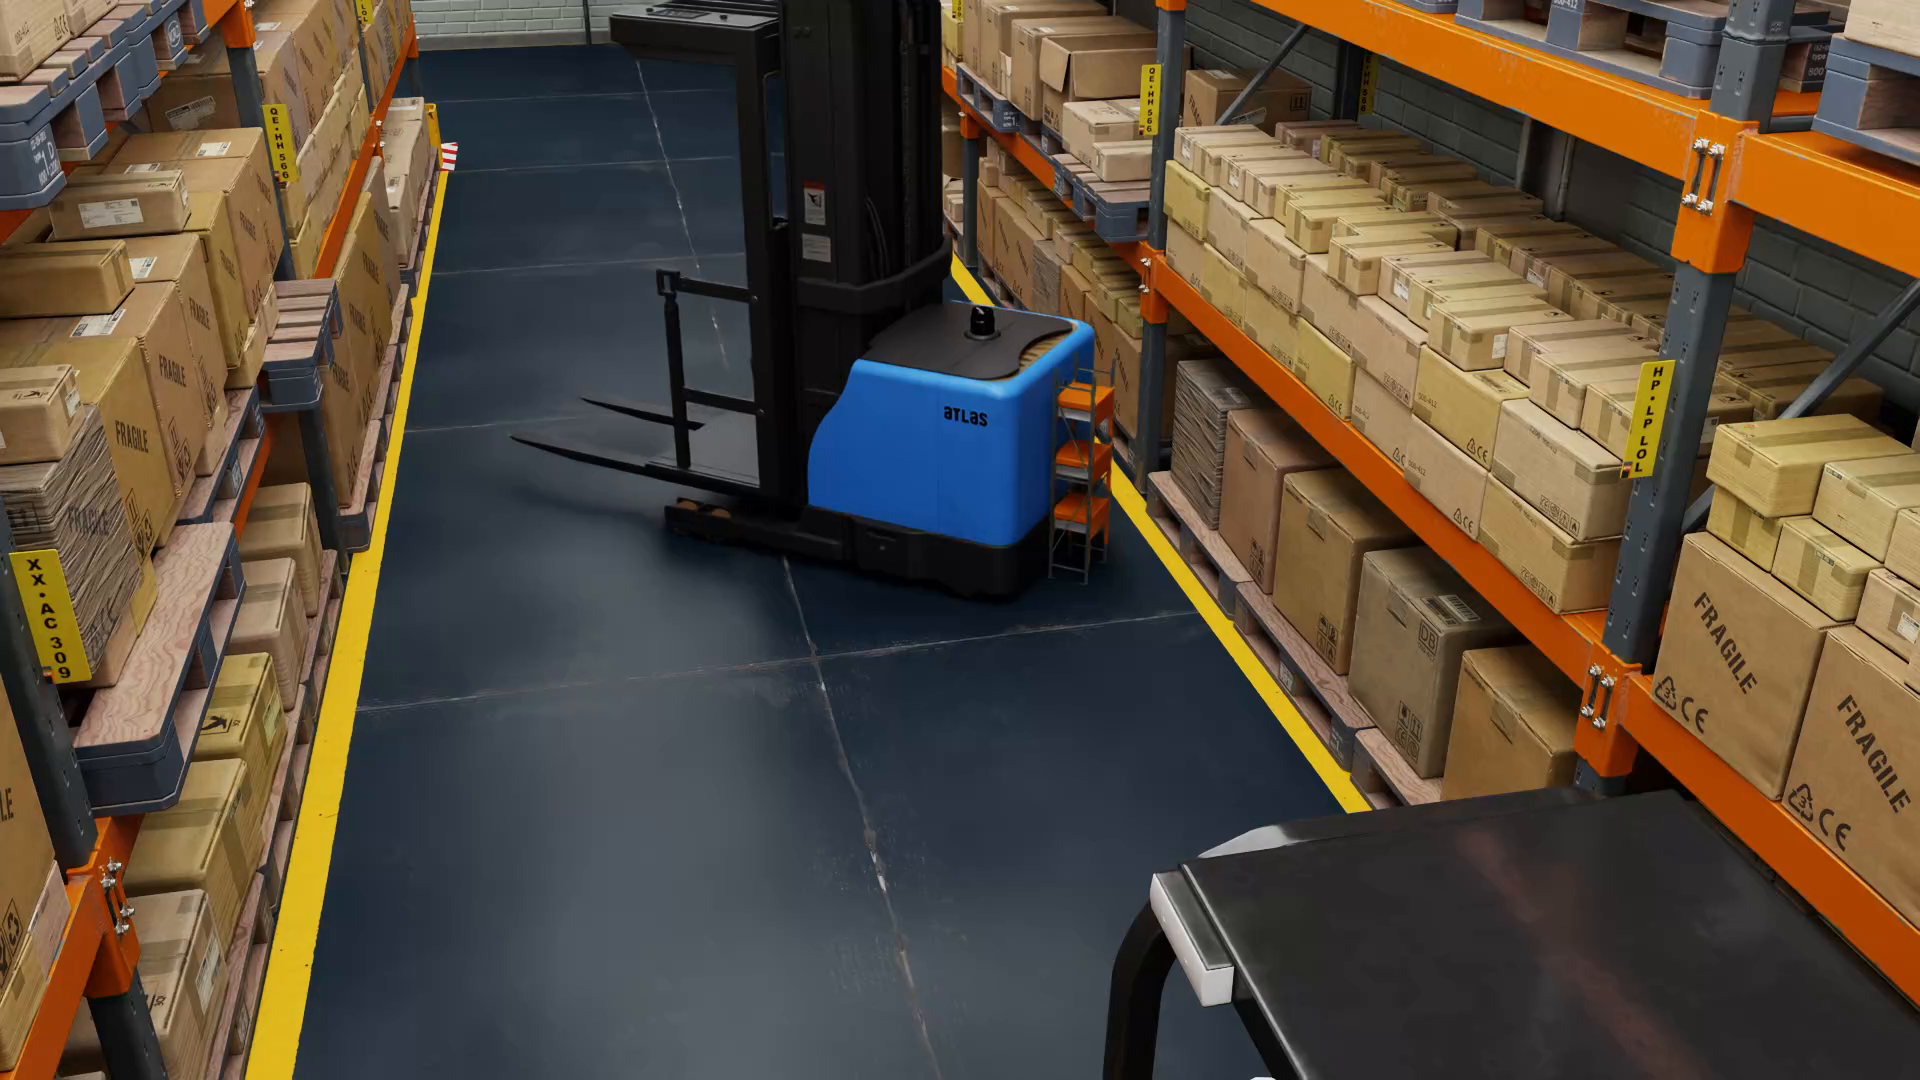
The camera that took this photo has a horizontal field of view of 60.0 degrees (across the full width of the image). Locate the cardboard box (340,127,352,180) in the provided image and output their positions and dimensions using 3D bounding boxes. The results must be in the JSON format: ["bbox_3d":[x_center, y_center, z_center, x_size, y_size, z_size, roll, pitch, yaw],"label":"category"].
[{"bbox_3d":[-3.758,-2.211,9.469,0.500,0.250,0.500,-7,28,-13],"label":"cardboard box"}]

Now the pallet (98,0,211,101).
[{"bbox_3d":[-2.782,-1.377,4.528,1.213,0.211,1.003,-6,27,-12],"label":"pallet"}]

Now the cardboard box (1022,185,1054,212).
[{"bbox_3d":[0.625,-2.235,10.937,0.380,0.149,0.250,-6,27,-12],"label":"cardboard box"}]

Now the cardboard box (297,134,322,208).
[{"bbox_3d":[-3.401,-1.772,8.043,0.500,0.250,0.500,-5,27,-10],"label":"cardboard box"}]

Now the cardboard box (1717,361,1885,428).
[{"bbox_3d":[2.455,-0.401,4.884,0.380,0.149,0.250,-7,28,-13],"label":"cardboard box"}]

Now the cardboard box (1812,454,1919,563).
[{"bbox_3d":[2.272,-0.084,3.926,0.380,0.149,0.250,-6,27,-11],"label":"cardboard box"}]

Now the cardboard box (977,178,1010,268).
[{"bbox_3d":[0.412,-2.239,11.665,0.500,0.500,0.500,-5,27,-9],"label":"cardboard box"}]

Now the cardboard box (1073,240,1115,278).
[{"bbox_3d":[0.885,-1.665,9.809,0.380,0.149,0.250,-6,27,-12],"label":"cardboard box"}]

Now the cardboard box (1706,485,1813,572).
[{"bbox_3d":[2.140,-0.058,4.205,0.380,0.149,0.250,-6,27,-12],"label":"cardboard box"}]

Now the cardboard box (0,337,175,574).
[{"bbox_3d":[-2.450,-0.204,4.419,0.500,0.500,0.500,-6,27,-11],"label":"cardboard box"}]

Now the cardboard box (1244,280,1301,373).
[{"bbox_3d":[1.517,-0.913,6.897,0.500,0.250,0.500,-7,28,-13],"label":"cardboard box"}]

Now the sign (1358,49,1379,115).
[{"bbox_3d":[1.963,-2.221,8.037,0.100,0.325,0.005,-6,27,-12],"label":"sign"}]

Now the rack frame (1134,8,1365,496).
[{"bbox_3d":[1.423,-1.646,8.183,1.000,3.000,0.127,-6,27,-12],"label":"rack frame"}]

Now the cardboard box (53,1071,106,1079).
[{"bbox_3d":[-2.116,1.553,3.598,0.500,0.500,0.500,-6,27,-12],"label":"cardboard box"}]

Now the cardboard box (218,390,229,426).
[{"bbox_3d":[-2.682,-0.424,5.574,0.380,0.149,0.250,-7,28,-13],"label":"cardboard box"}]

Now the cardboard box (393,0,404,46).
[{"bbox_3d":[-4.624,-4.066,12.866,0.500,0.500,0.500,-5,27,-10],"label":"cardboard box"}]

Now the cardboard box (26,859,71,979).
[{"bbox_3d":[-2.141,0.837,3.541,0.380,0.149,0.250,-6,27,-12],"label":"cardboard box"}]

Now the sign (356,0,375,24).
[{"bbox_3d":[-3.787,-3.438,10.535,0.100,0.325,0.005,-6,27,-12],"label":"sign"}]

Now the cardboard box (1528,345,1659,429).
[{"bbox_3d":[1.956,-0.464,5.009,0.380,0.149,0.250,-6,27,-12],"label":"cardboard box"}]

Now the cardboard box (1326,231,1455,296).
[{"bbox_3d":[1.579,-1.019,6.108,0.380,0.149,0.250,-7,28,-13],"label":"cardboard box"}]

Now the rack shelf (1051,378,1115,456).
[{"bbox_3d":[0.563,-0.565,7.599,0.215,0.259,0.240,12,29,23],"label":"rack shelf"}]

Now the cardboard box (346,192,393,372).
[{"bbox_3d":[-3.884,-1.476,9.737,0.875,0.875,0.875,-5,27,-10],"label":"cardboard box"}]

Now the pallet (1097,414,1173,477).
[{"bbox_3d":[1.292,-0.733,9.468,1.003,0.211,1.213,-6,27,-12],"label":"pallet"}]

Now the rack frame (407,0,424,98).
[{"bbox_3d":[-5.215,-4.653,14.139,1.000,3.000,0.127,-6,27,-12],"label":"rack frame"}]

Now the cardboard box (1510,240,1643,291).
[{"bbox_3d":[2.219,-0.966,6.004,0.380,0.149,0.250,-6,27,-12],"label":"cardboard box"}]

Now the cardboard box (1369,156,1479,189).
[{"bbox_3d":[1.984,-1.534,7.130,0.380,0.149,0.250,-6,28,-13],"label":"cardboard box"}]

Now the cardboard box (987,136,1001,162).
[{"bbox_3d":[0.403,-2.718,11.564,0.380,0.149,0.250,-6,27,-12],"label":"cardboard box"}]

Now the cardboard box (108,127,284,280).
[{"bbox_3d":[-3.039,-1.334,6.658,0.500,0.500,0.500,-7,28,-13],"label":"cardboard box"}]

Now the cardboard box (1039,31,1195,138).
[{"bbox_3d":[0.875,-2.578,9.448,0.797,0.503,0.637,-7,28,-13],"label":"cardboard box"}]

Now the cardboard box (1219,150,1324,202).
[{"bbox_3d":[1.352,-1.584,7.228,0.380,0.149,0.250,-5,27,-10],"label":"cardboard box"}]

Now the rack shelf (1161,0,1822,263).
[{"bbox_3d":[1.874,-1.786,5.930,1.077,0.370,4.000,-6,27,-12],"label":"rack shelf"}]

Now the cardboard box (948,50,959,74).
[{"bbox_3d":[0.124,-3.517,12.167,0.380,0.149,0.250,-5,27,-10],"label":"cardboard box"}]

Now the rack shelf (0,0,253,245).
[{"bbox_3d":[-2.961,-1.281,4.928,1.077,0.370,4.000,-6,27,-12],"label":"rack shelf"}]

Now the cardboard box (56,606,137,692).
[{"bbox_3d":[-2.327,0.265,4.208,0.380,0.149,0.250,-6,27,-11],"label":"cardboard box"}]

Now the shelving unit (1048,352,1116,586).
[{"bbox_3d":[0.563,-0.322,7.722,0.215,1.050,0.252,12,29,23],"label":"shelving unit"}]

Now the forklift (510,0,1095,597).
[{"bbox_3d":[-0.896,-1.493,7.956,3.031,2.935,1.130,13,29,23],"label":"forklift"}]

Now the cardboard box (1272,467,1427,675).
[{"bbox_3d":[1.857,0.083,6.926,0.875,0.625,0.625,-7,28,-14],"label":"cardboard box"}]

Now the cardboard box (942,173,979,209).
[{"bbox_3d":[0.030,-2.741,12.920,0.396,0.266,0.258,-5,27,-10],"label":"cardboard box"}]

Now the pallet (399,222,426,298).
[{"bbox_3d":[-4.408,-1.994,11.966,1.003,0.211,1.213,-6,27,-12],"label":"pallet"}]

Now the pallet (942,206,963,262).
[{"bbox_3d":[0.368,-2.459,12.888,1.003,0.211,1.213,-6,27,-12],"label":"pallet"}]

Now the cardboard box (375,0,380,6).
[{"bbox_3d":[-4.397,-4.070,11.764,0.500,0.500,0.500,-5,27,-11],"label":"cardboard box"}]

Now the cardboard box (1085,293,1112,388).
[{"bbox_3d":[1.016,-1.103,9.414,0.500,0.500,0.500,-6,27,-12],"label":"cardboard box"}]

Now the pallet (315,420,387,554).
[{"bbox_3d":[-3.516,-0.250,8.510,1.003,0.211,1.213,-6,27,-12],"label":"pallet"}]

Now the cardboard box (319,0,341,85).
[{"bbox_3d":[-3.749,-2.766,9.181,0.500,0.500,0.500,-5,27,-10],"label":"cardboard box"}]

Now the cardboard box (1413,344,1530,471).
[{"bbox_3d":[1.842,-0.461,5.447,0.500,0.250,0.500,-7,28,-13],"label":"cardboard box"}]

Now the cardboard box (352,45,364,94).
[{"bbox_3d":[-3.977,-2.884,10.247,0.500,0.250,0.500,-6,27,-12],"label":"cardboard box"}]

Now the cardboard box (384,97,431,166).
[{"bbox_3d":[-4.969,-3.417,14.068,0.875,0.438,0.875,-7,28,-13],"label":"cardboard box"}]

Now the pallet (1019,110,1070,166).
[{"bbox_3d":[0.981,-2.414,9.917,1.003,0.211,1.213,-6,27,-12],"label":"pallet"}]

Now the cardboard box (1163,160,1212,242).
[{"bbox_3d":[1.261,-1.581,7.664,0.500,0.250,0.500,-6,27,-12],"label":"cardboard box"}]

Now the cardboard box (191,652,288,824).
[{"bbox_3d":[-2.955,0.750,5.884,0.950,0.372,0.625,-5,27,-10],"label":"cardboard box"}]
